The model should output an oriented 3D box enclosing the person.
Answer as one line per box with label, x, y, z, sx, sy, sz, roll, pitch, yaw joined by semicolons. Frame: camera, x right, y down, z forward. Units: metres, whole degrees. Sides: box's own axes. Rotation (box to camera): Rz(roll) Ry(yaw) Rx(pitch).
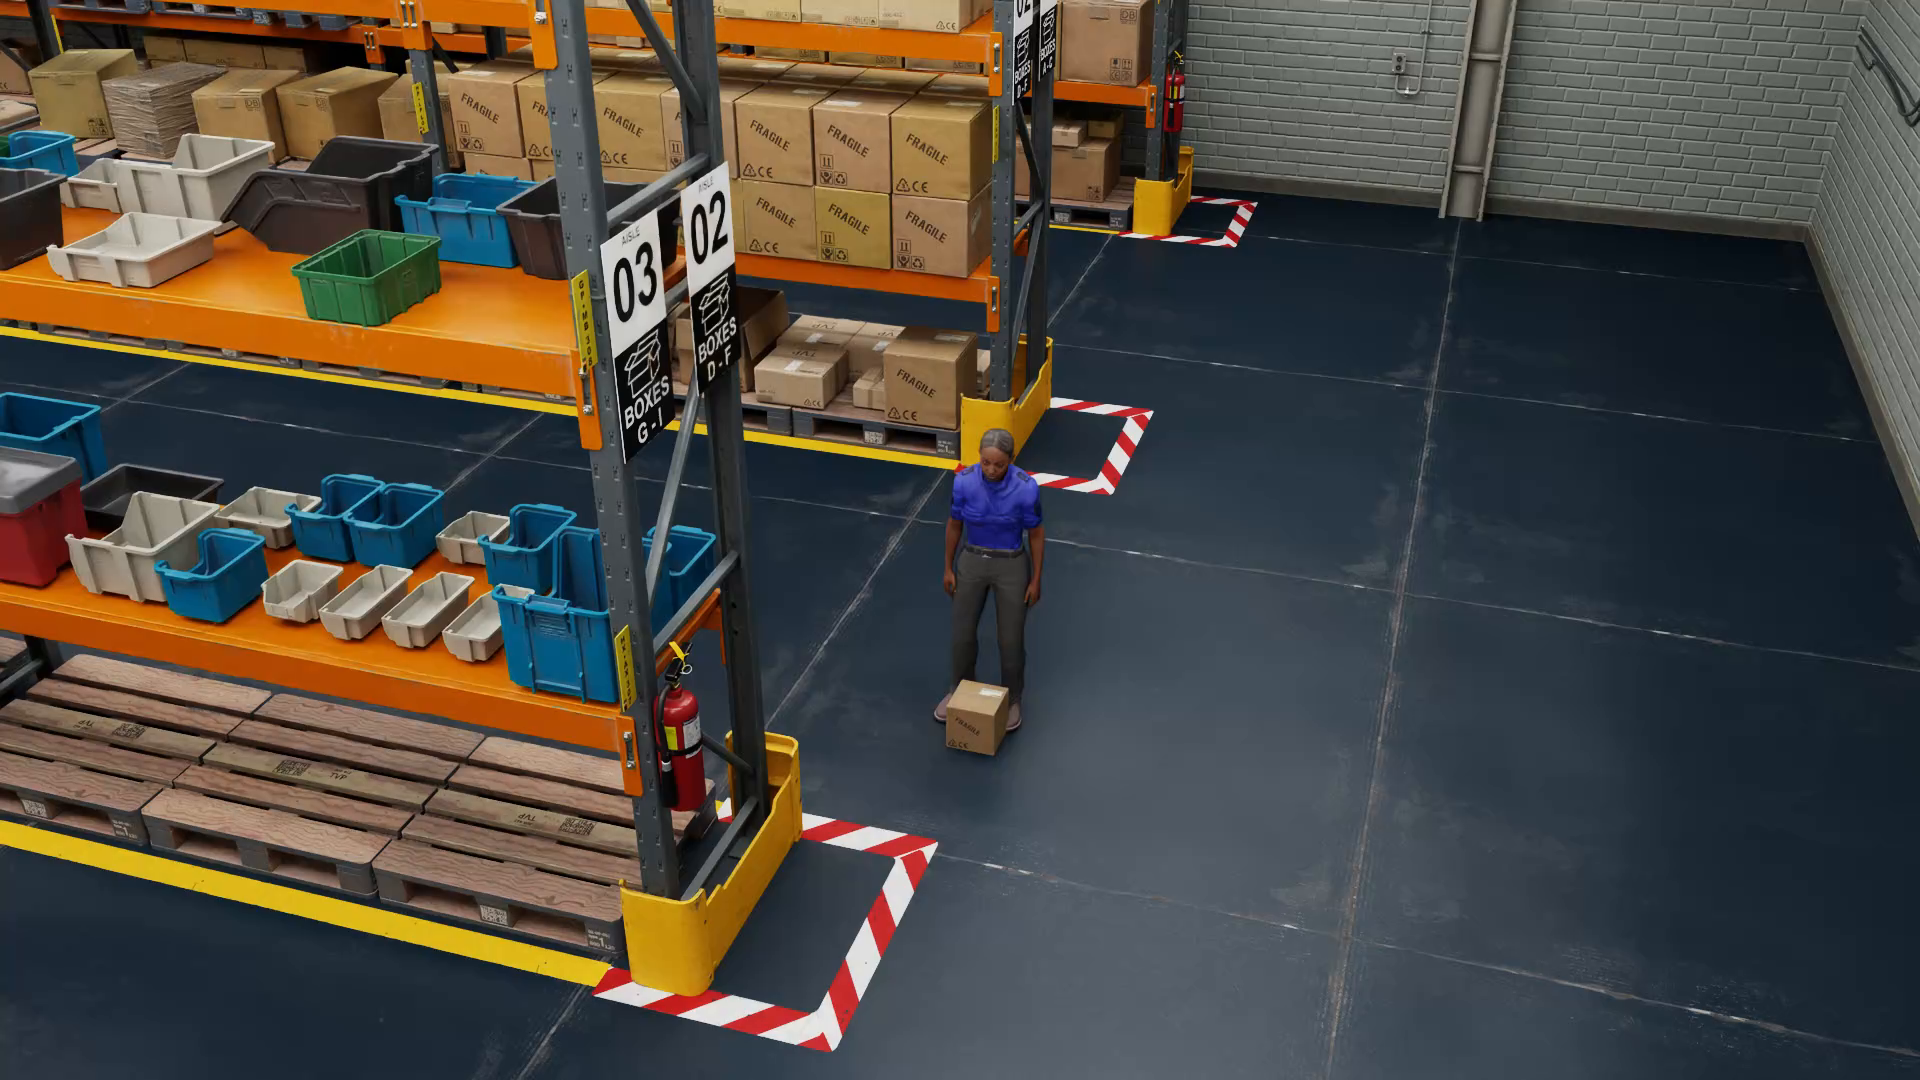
person;0.148;0.169;8.207;0.528;1.653;0.351;7;30;12
